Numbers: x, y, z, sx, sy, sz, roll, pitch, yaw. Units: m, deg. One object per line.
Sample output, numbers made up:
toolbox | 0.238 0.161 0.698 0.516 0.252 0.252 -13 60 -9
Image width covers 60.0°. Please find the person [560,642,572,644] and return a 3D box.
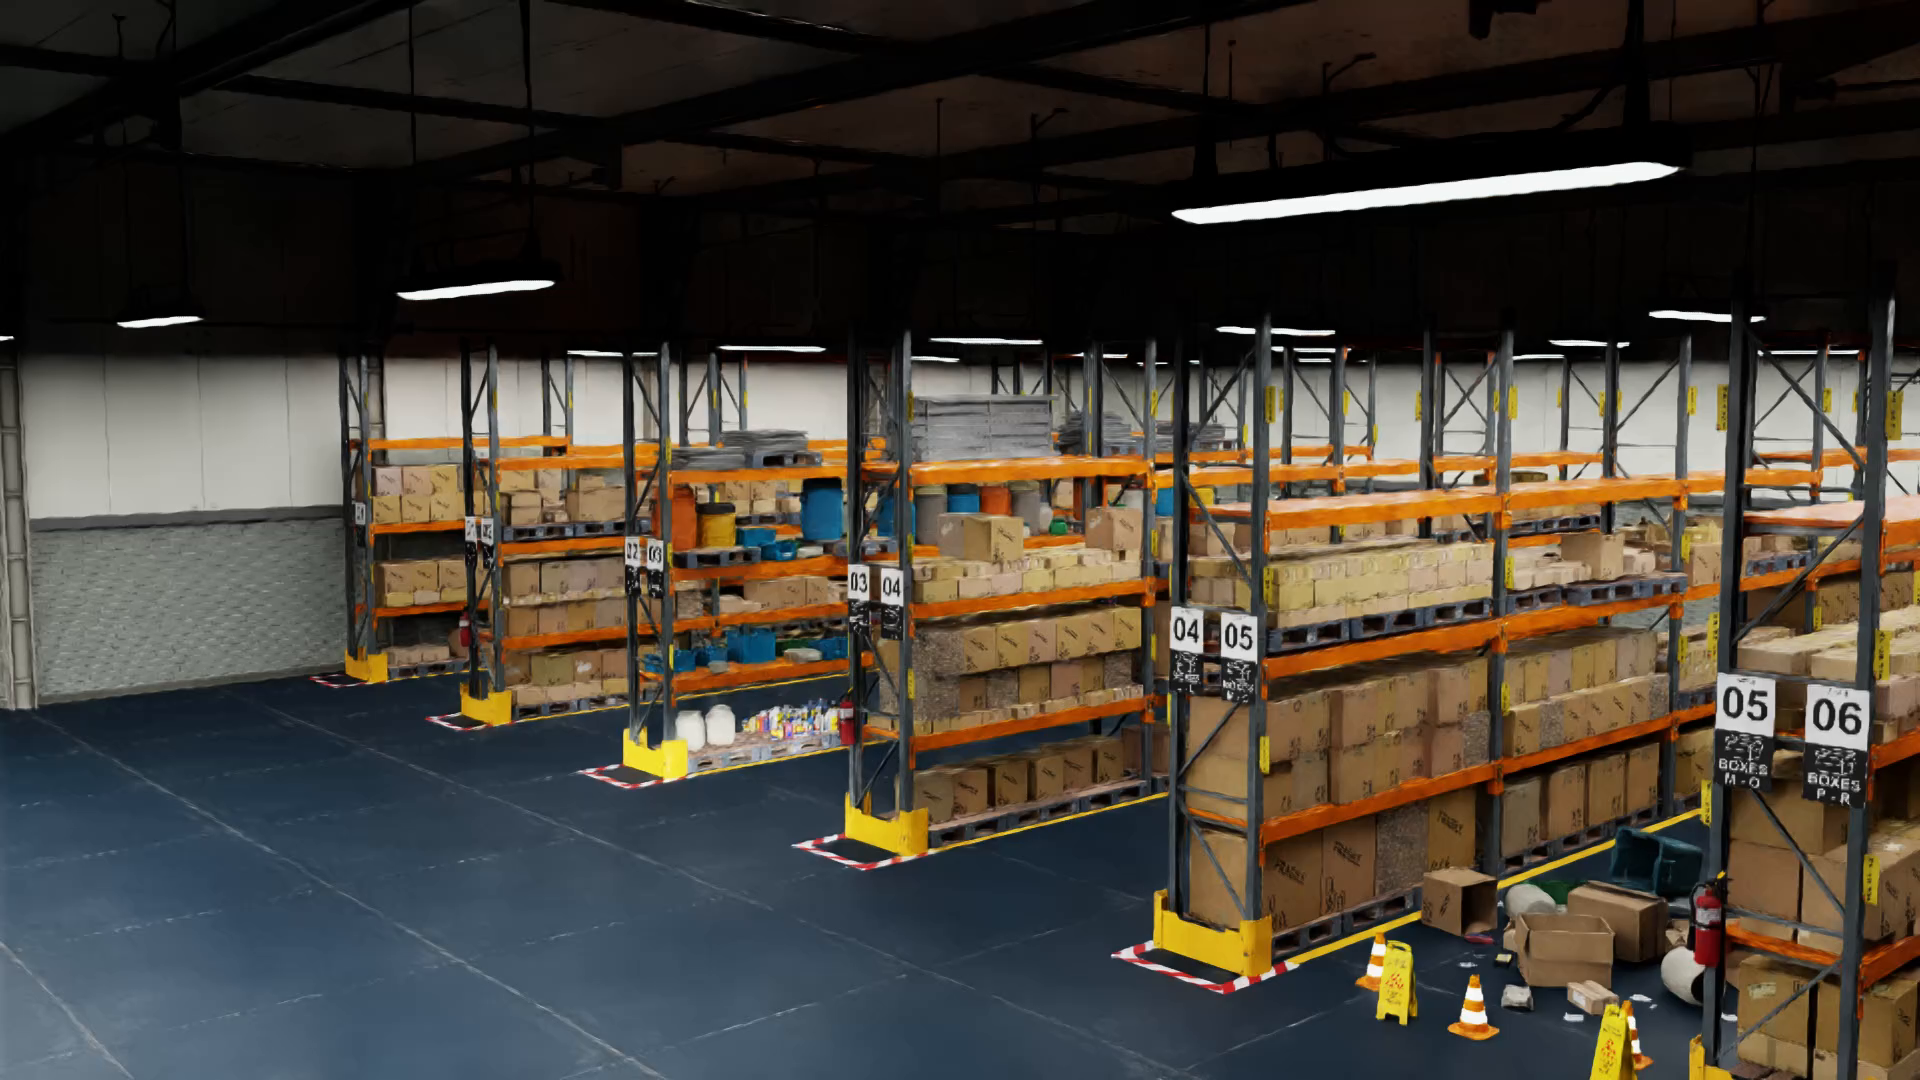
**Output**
person | -7.240 1.623 30.608 0.661 1.599 0.805 3 6 30
